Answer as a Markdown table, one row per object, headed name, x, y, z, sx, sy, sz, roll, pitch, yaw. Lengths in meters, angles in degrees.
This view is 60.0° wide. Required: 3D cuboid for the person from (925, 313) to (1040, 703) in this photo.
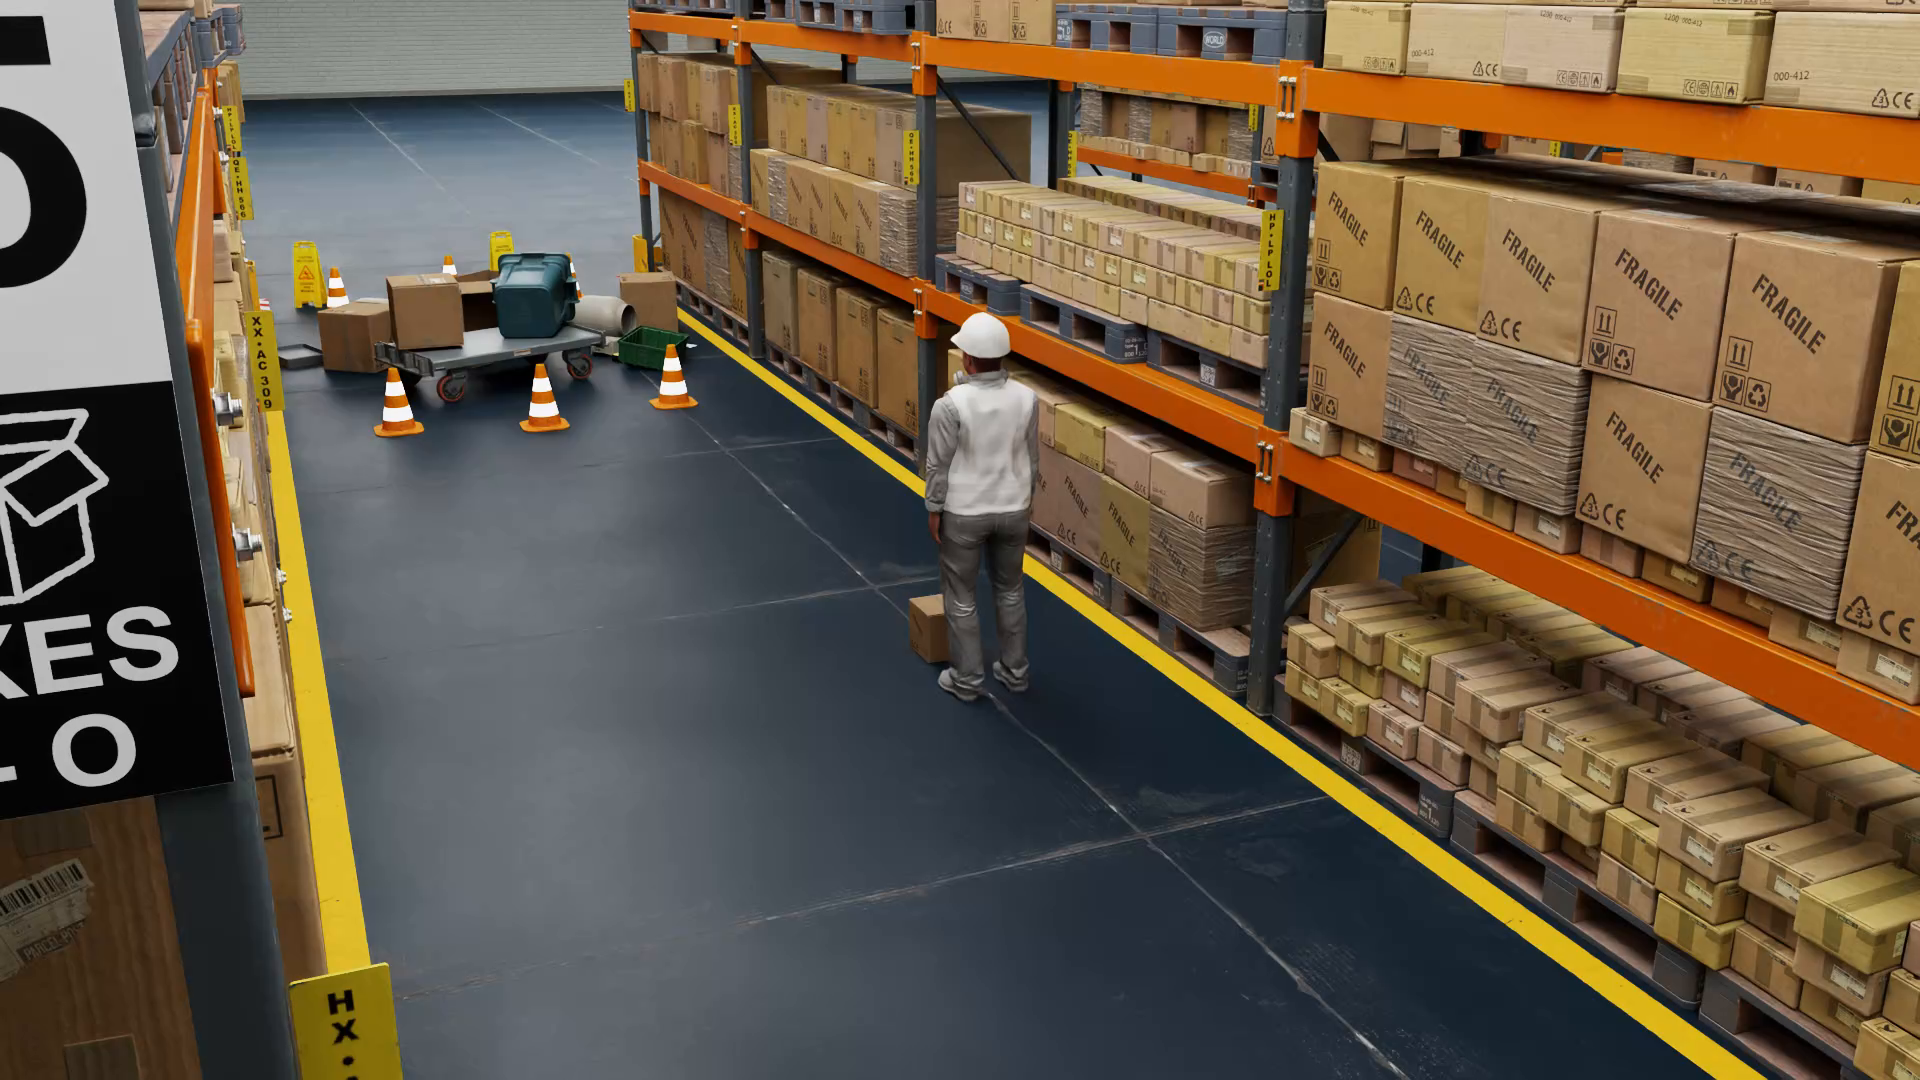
| name | x | y | z | sx | sy | sz | roll | pitch | yaw |
| --- | --- | --- | --- | --- | --- | --- | --- | --- | --- |
| person | 0.091 | -0.144 | 7.454 | 0.534 | 1.767 | 0.359 | -7 | 20 | -21 |
